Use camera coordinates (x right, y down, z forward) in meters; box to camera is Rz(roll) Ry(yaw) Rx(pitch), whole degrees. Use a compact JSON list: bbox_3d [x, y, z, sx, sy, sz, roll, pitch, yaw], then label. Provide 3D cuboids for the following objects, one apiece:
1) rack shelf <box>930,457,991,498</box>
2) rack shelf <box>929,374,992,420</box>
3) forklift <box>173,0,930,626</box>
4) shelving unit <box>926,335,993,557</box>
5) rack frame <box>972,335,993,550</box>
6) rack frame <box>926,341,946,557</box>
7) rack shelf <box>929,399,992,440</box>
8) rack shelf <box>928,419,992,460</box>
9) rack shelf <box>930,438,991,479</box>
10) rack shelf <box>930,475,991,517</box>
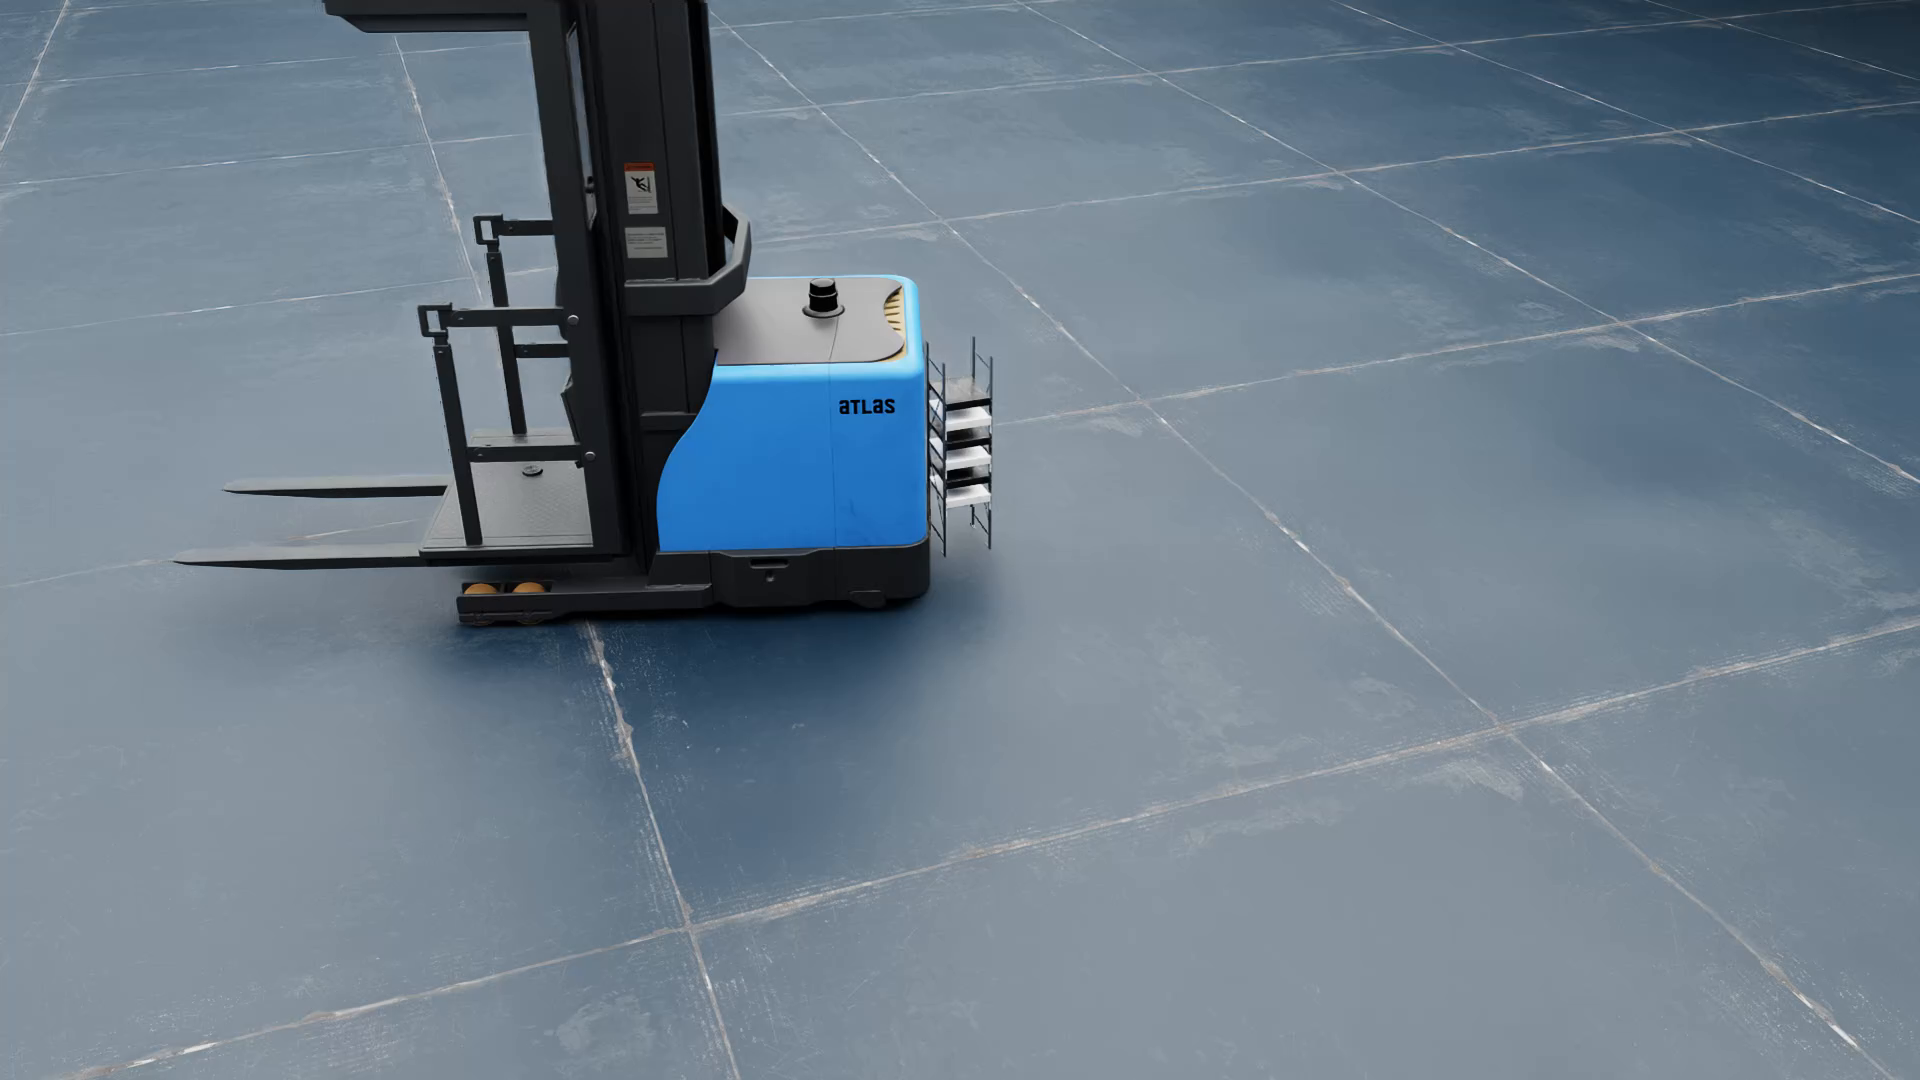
[{"bbox_3d":[-0.004,-0.282,7.085,0.200,0.077,0.258,-10,31,-16],"label":"rack shelf"},{"bbox_3d":[-0.004,-0.595,6.907,0.200,0.077,0.258,-10,31,-16],"label":"rack shelf"},{"bbox_3d":[-1.658,-1.199,6.394,3.031,2.935,1.130,-1,30,-3],"label":"forklift"},{"bbox_3d":[-0.004,-0.390,7.024,0.210,0.900,0.258,-10,31,-16],"label":"shelving unit"},{"bbox_3d":[0.093,-0.406,7.053,0.006,0.900,0.240,-10,31,-16],"label":"rack frame"},{"bbox_3d":[-0.100,-0.373,6.996,0.006,0.900,0.240,-10,31,-16],"label":"rack frame"},{"bbox_3d":[-0.004,-0.517,6.952,0.200,0.077,0.258,-10,31,-16],"label":"rack shelf"},{"bbox_3d":[-0.004,-0.439,6.996,0.200,0.077,0.258,-10,31,-16],"label":"rack shelf"},{"bbox_3d":[-0.004,-0.361,7.041,0.200,0.077,0.258,-10,31,-16],"label":"rack shelf"},{"bbox_3d":[-0.004,-0.204,7.130,0.200,0.077,0.258,-10,31,-16],"label":"rack shelf"}]
